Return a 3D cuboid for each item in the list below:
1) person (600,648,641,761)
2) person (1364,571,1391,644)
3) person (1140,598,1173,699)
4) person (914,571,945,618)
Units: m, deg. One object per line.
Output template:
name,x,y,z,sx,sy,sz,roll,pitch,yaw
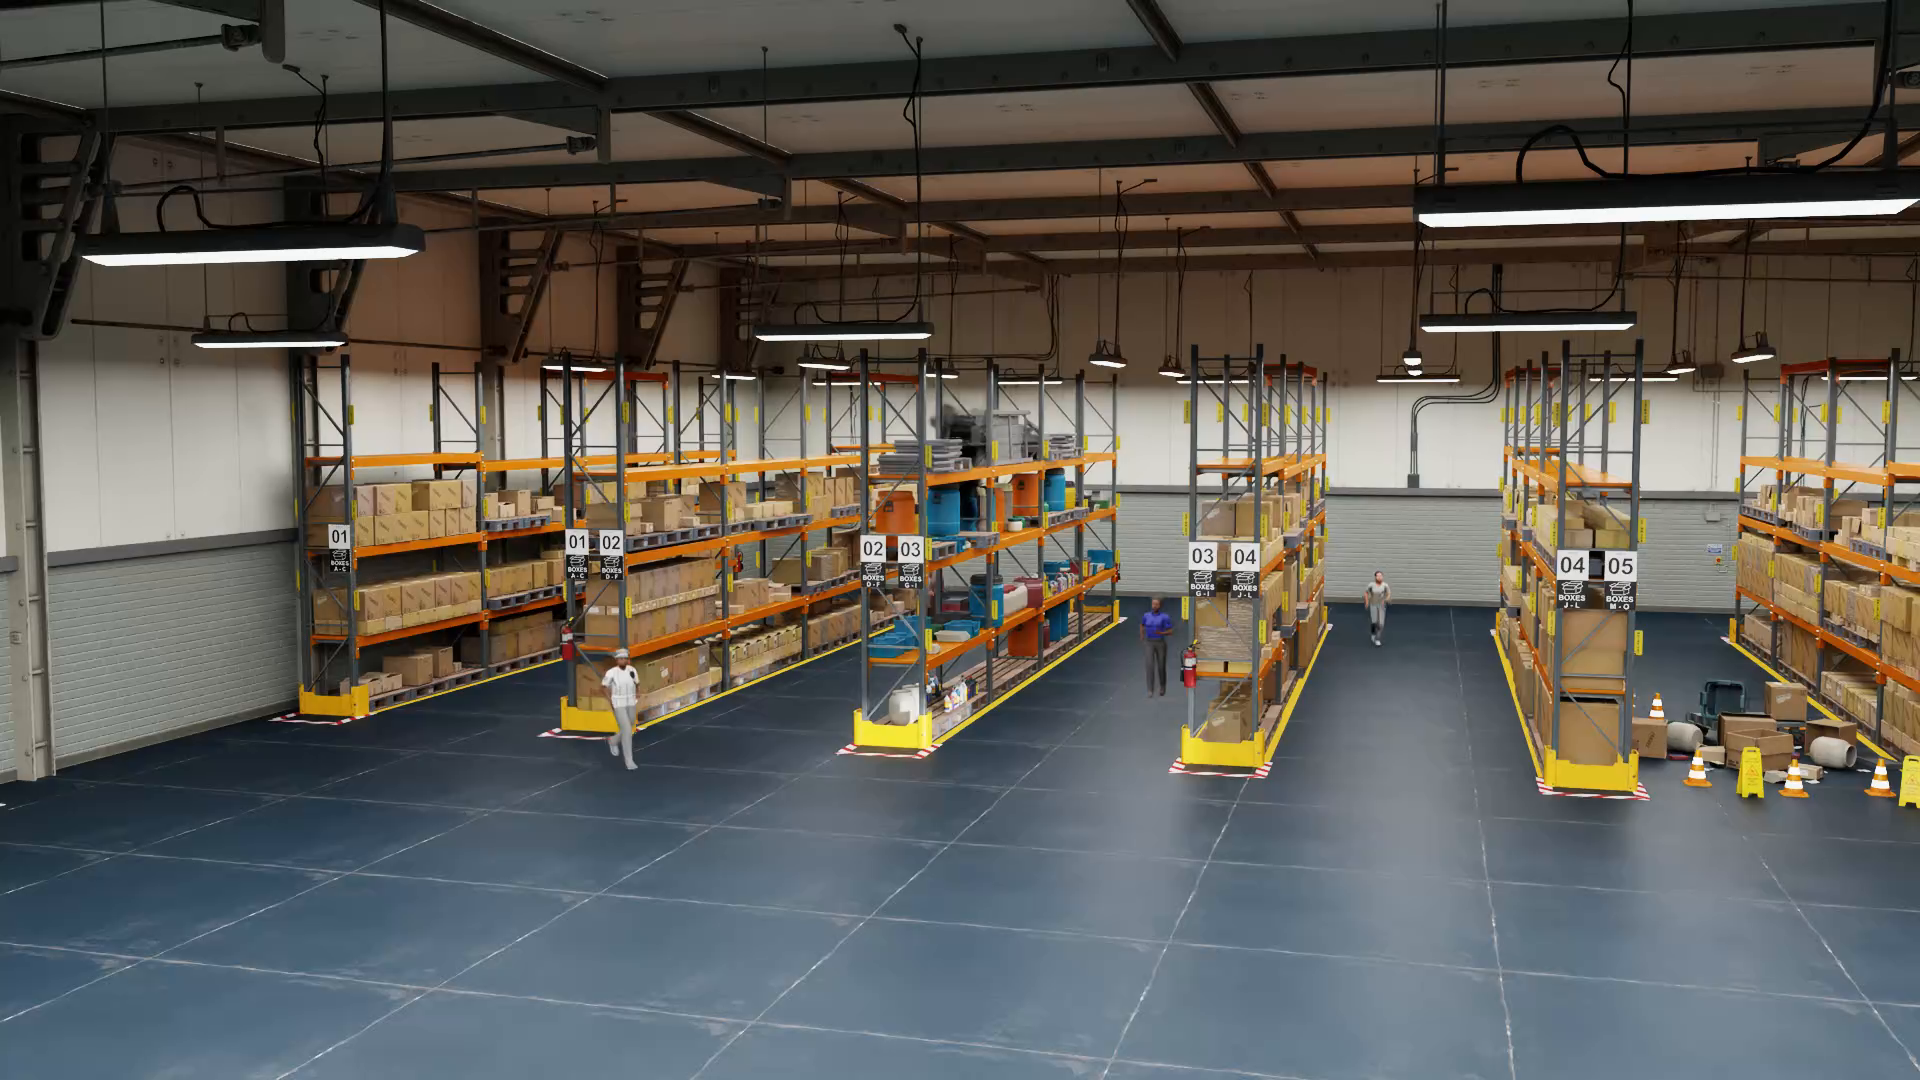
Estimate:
person,-4.836,2.336,23.818,0.573,1.610,0.674,-3,5,-38
person,9.077,1.477,36.146,0.545,1.627,0.650,1,4,10
person,3.268,1.807,27.804,0.583,1.682,0.860,1,4,14
person,-0.675,1.423,35.784,0.714,1.754,1.033,0,4,6
